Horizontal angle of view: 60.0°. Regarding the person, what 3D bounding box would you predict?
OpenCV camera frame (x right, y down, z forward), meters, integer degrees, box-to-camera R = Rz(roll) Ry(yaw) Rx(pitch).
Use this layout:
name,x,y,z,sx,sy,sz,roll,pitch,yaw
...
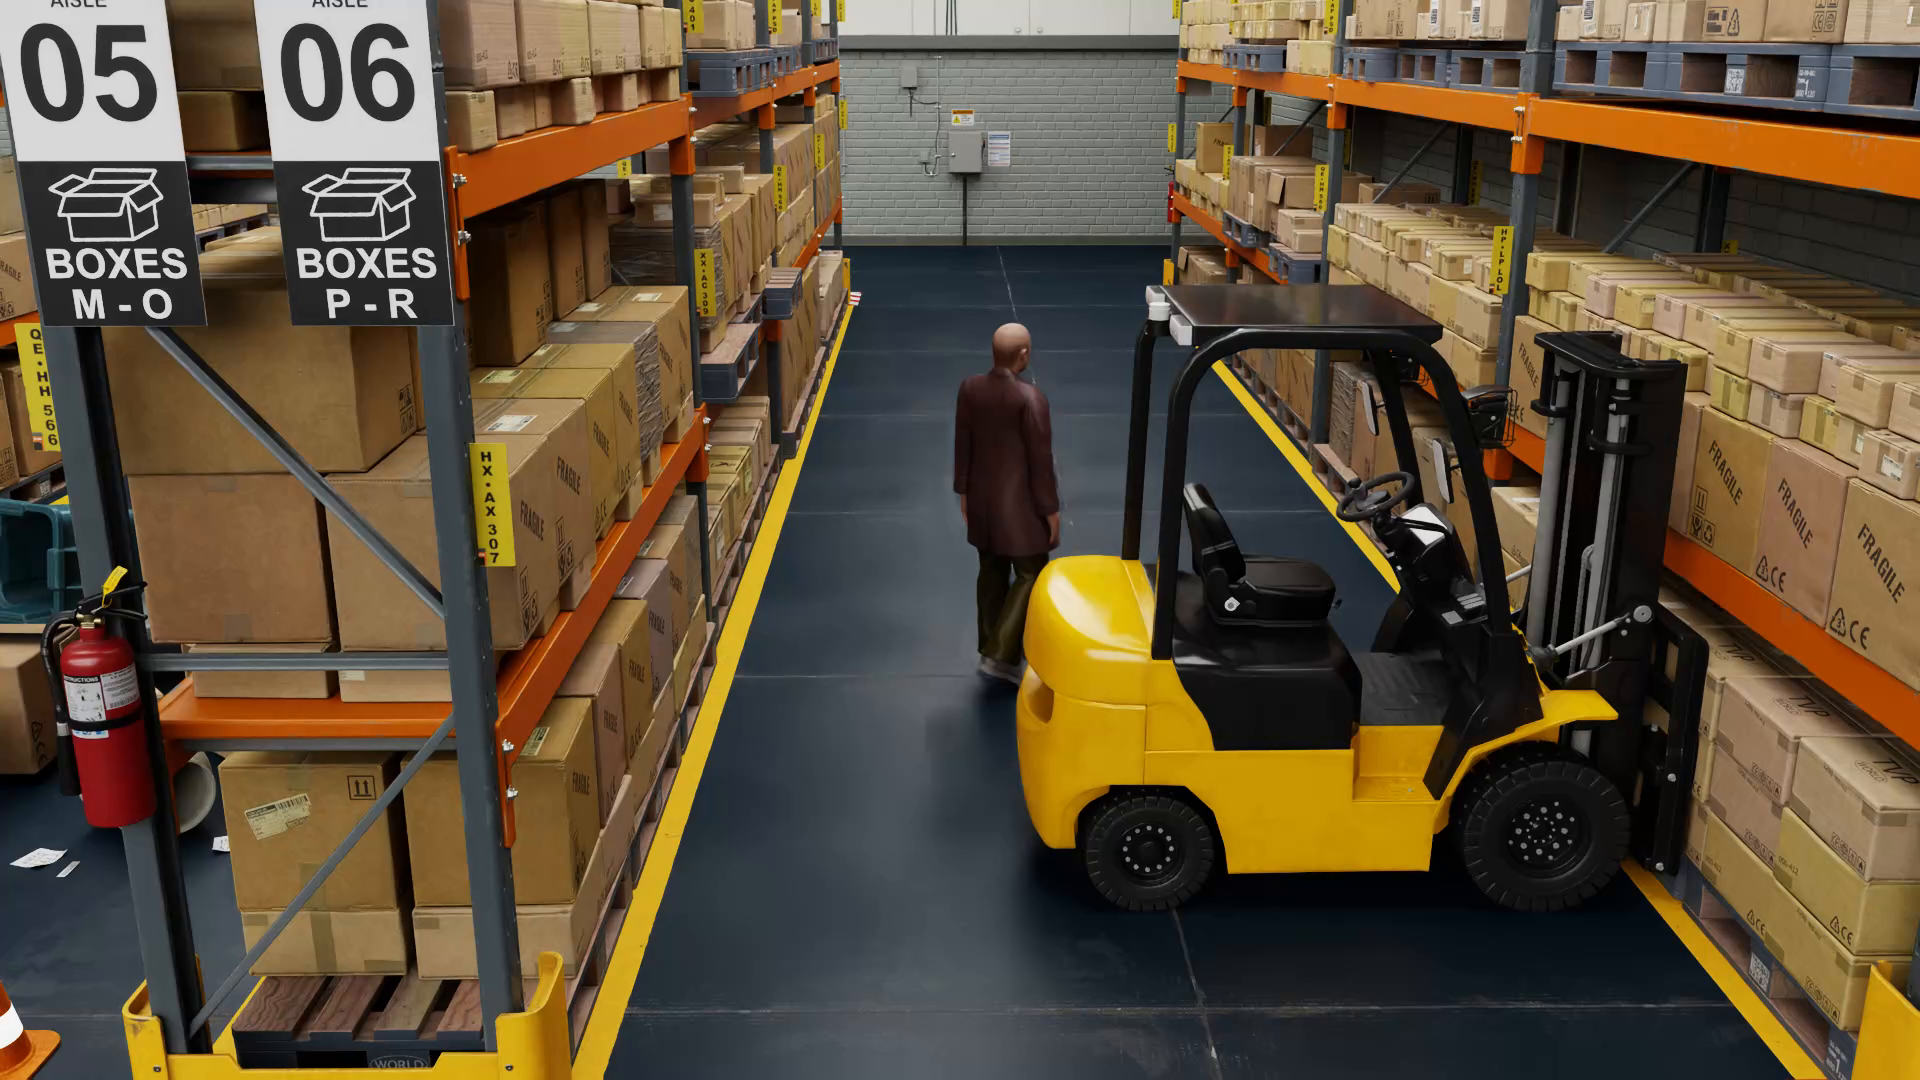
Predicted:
name,x,y,z,sx,sy,sz,roll,pitch,yaw
person,0.225,-0.183,8.160,0.642,1.777,0.705,13,21,37
